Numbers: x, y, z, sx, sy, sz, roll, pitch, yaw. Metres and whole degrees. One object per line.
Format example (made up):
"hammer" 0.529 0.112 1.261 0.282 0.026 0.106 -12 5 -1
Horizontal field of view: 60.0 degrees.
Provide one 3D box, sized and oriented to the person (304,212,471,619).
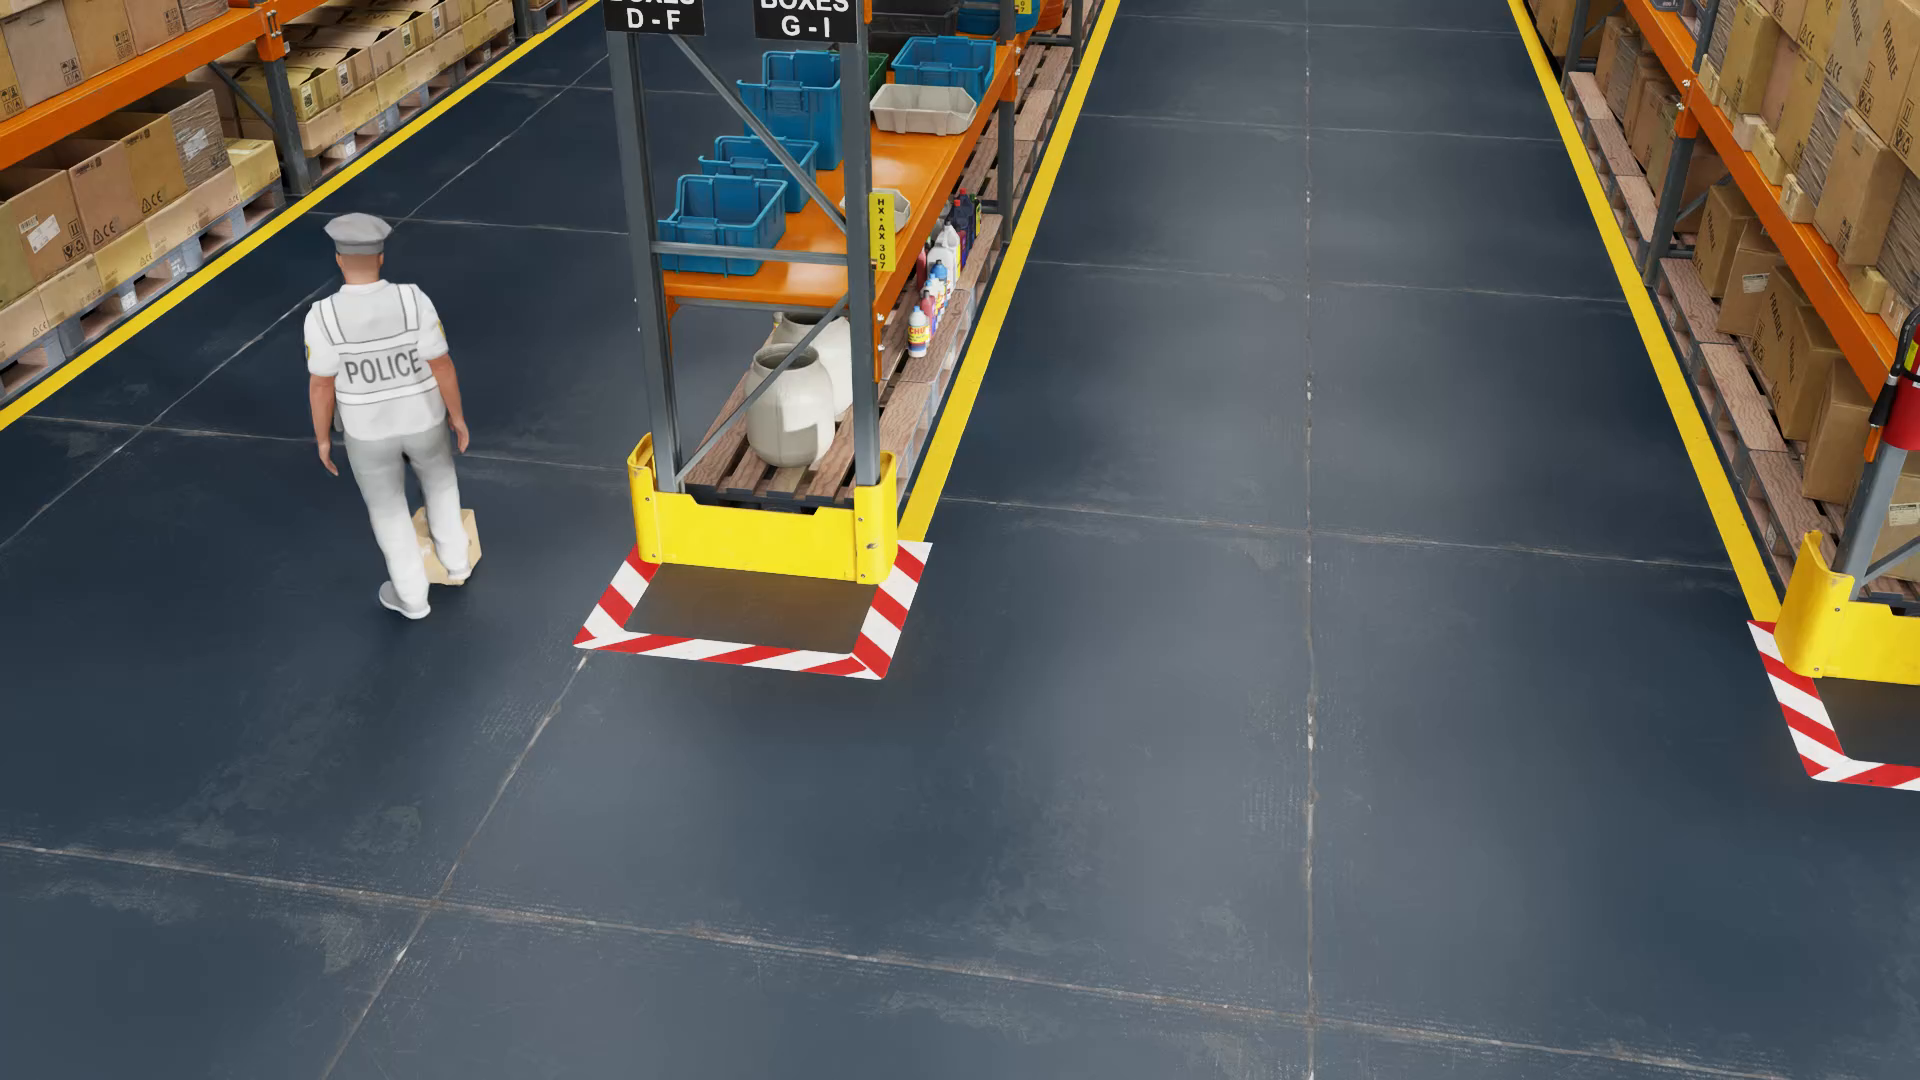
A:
"person" -2.394 -0.509 6.935 0.593 1.760 0.562 -16 36 -24
